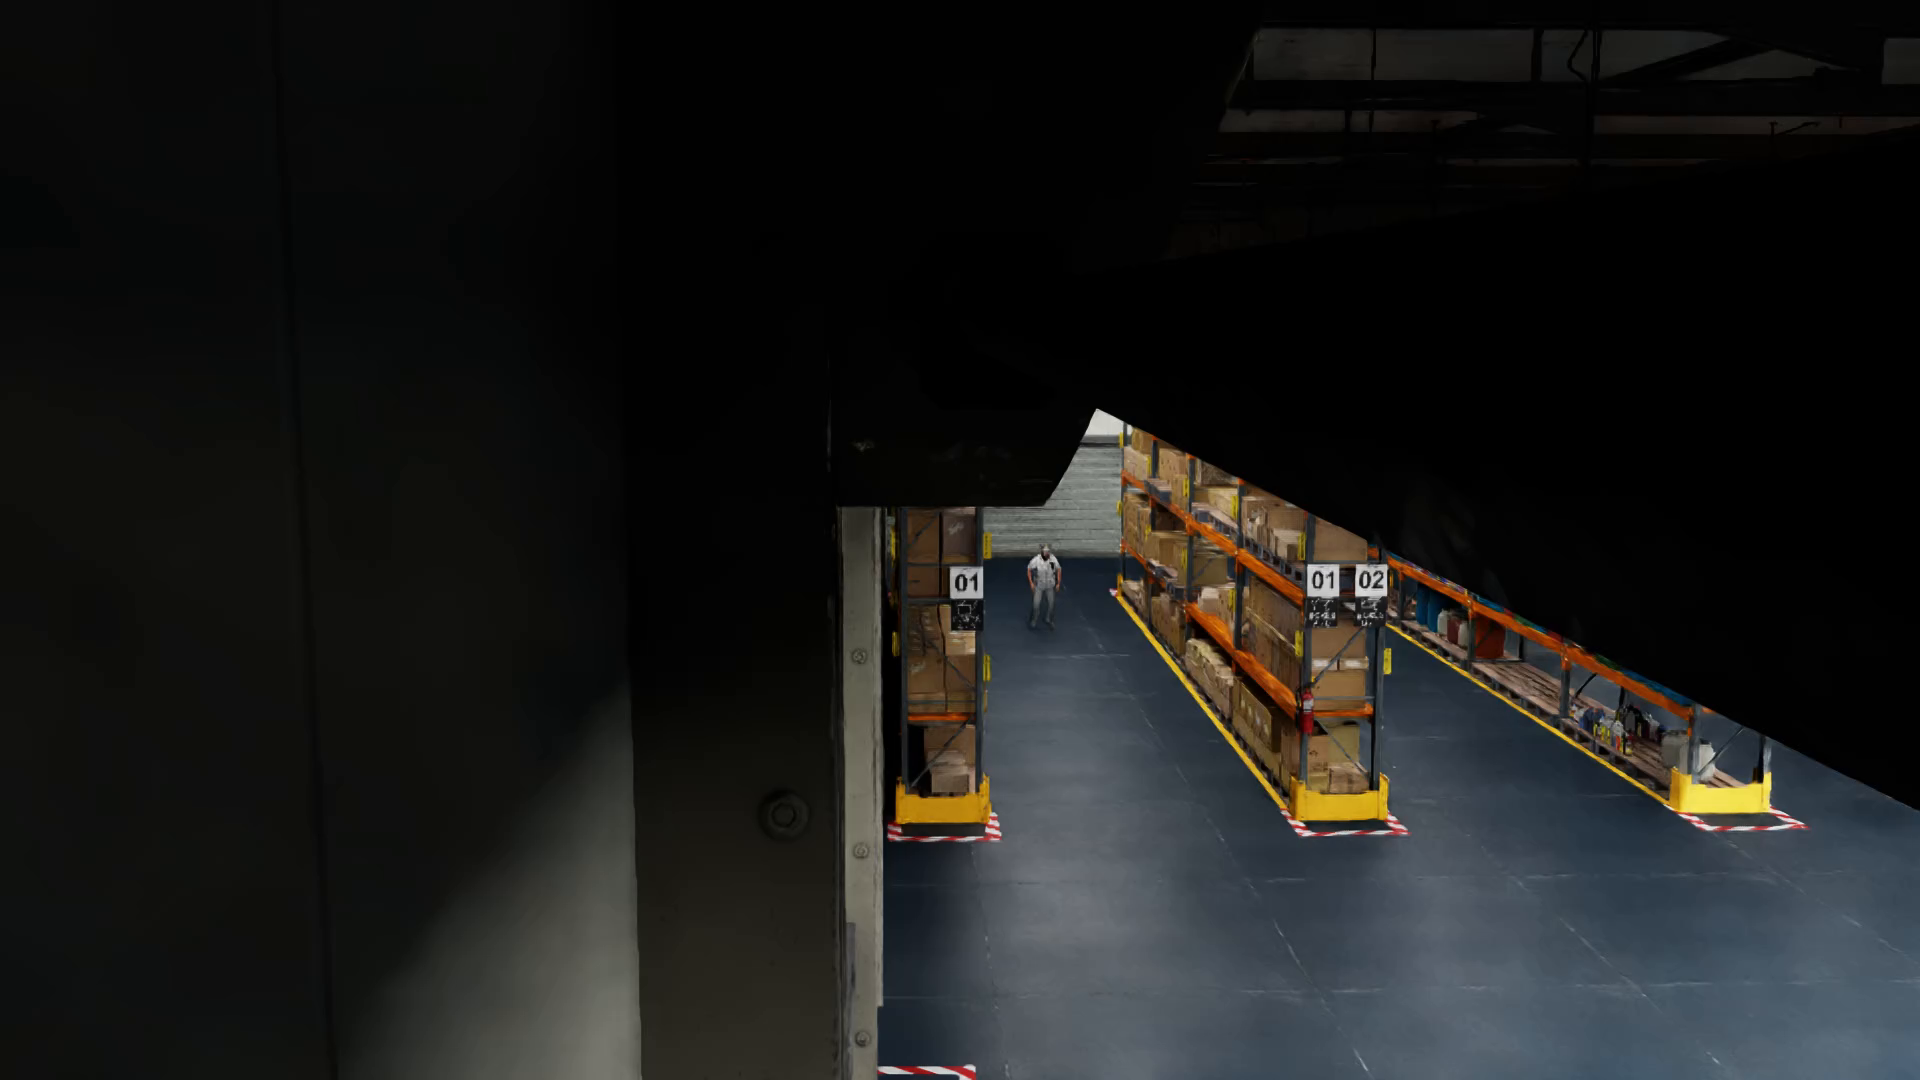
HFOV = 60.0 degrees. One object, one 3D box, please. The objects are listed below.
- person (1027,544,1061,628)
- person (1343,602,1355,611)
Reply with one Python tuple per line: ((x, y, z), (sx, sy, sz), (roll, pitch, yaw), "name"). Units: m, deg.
((1.658, 0.890, 32.783), (0.682, 1.711, 0.536), (-1, 8, -5), "person")
((7.152, 1.265, 30.129), (0.719, 1.714, 0.578), (-1, 8, -4), "person")
